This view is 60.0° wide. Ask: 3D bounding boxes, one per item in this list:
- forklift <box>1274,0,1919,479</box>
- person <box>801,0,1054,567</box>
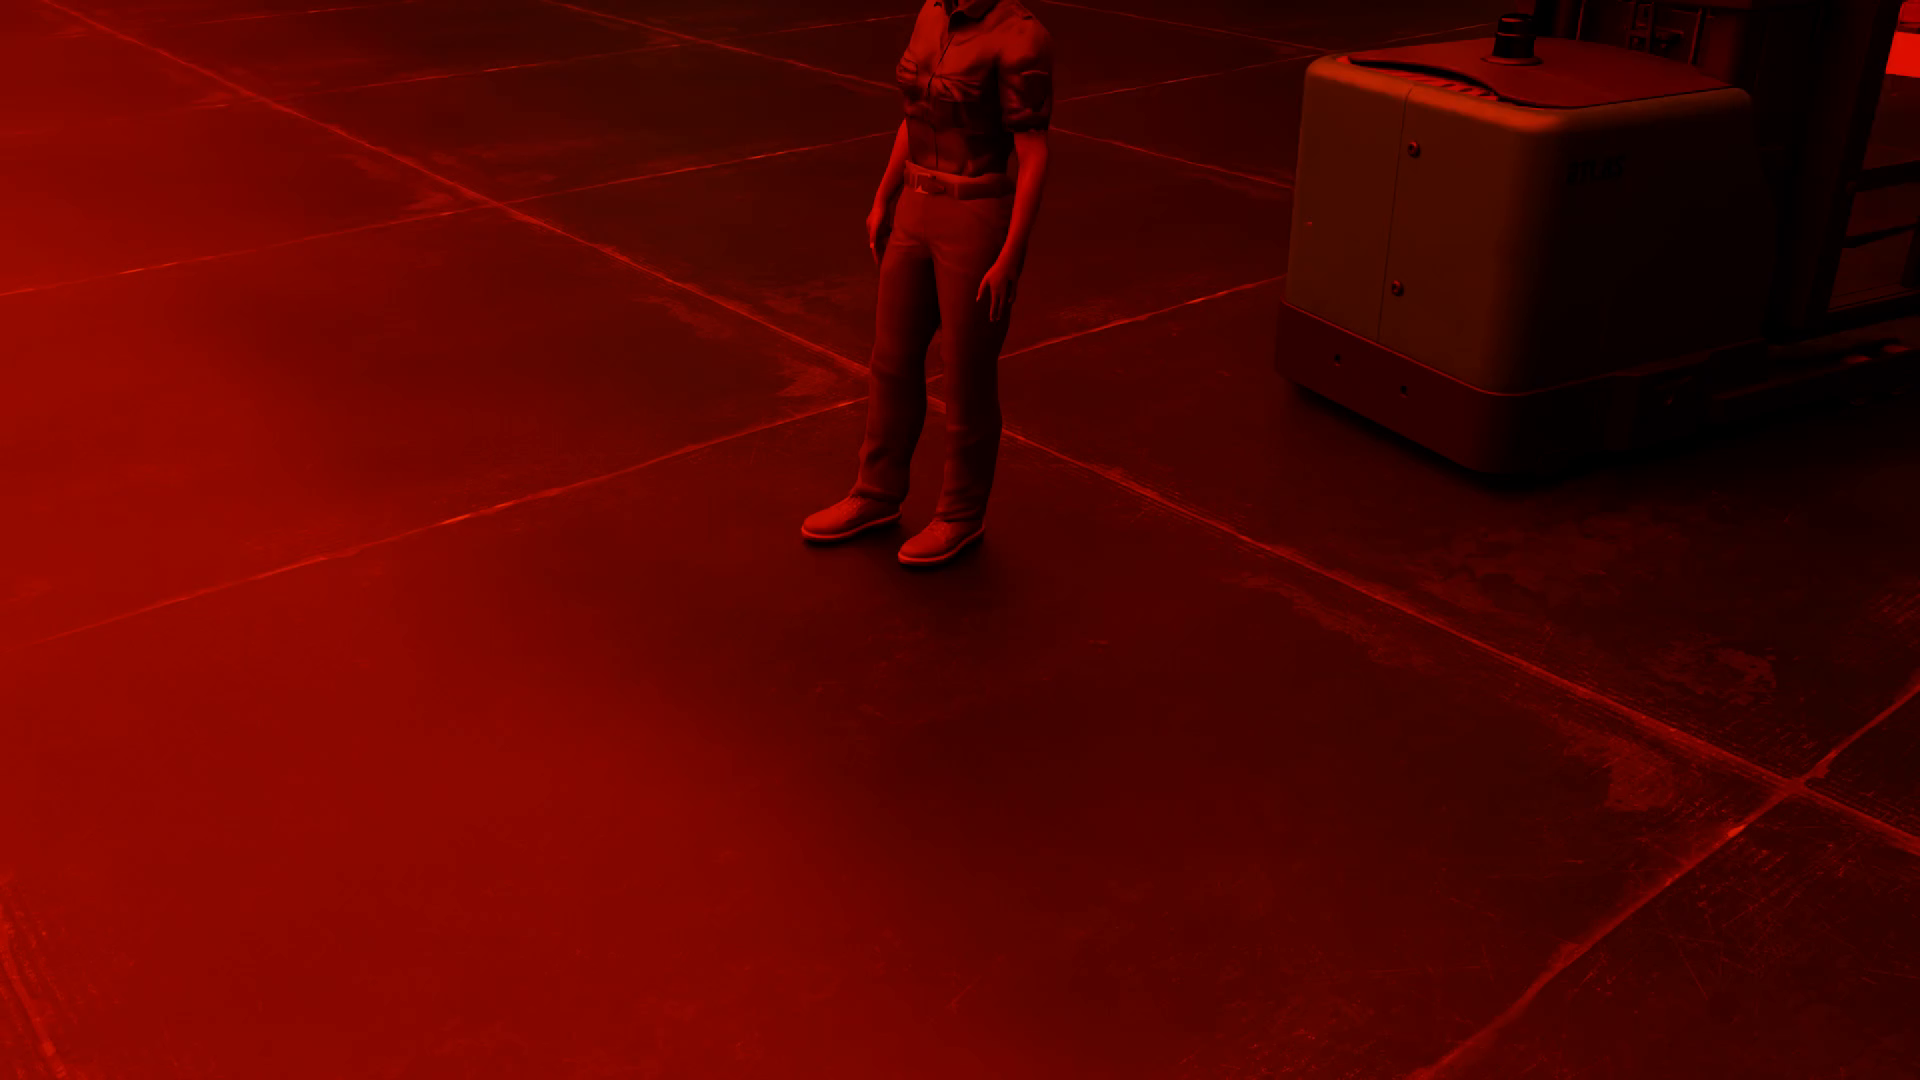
[{"bbox_3d":[2.579,-1.940,5.114,3.031,2.935,1.130,-13,29,-25],"label":"forklift"},{"bbox_3d":[-0.080,-0.729,4.093,0.503,1.656,0.570,-20,33,-35],"label":"person"}]
